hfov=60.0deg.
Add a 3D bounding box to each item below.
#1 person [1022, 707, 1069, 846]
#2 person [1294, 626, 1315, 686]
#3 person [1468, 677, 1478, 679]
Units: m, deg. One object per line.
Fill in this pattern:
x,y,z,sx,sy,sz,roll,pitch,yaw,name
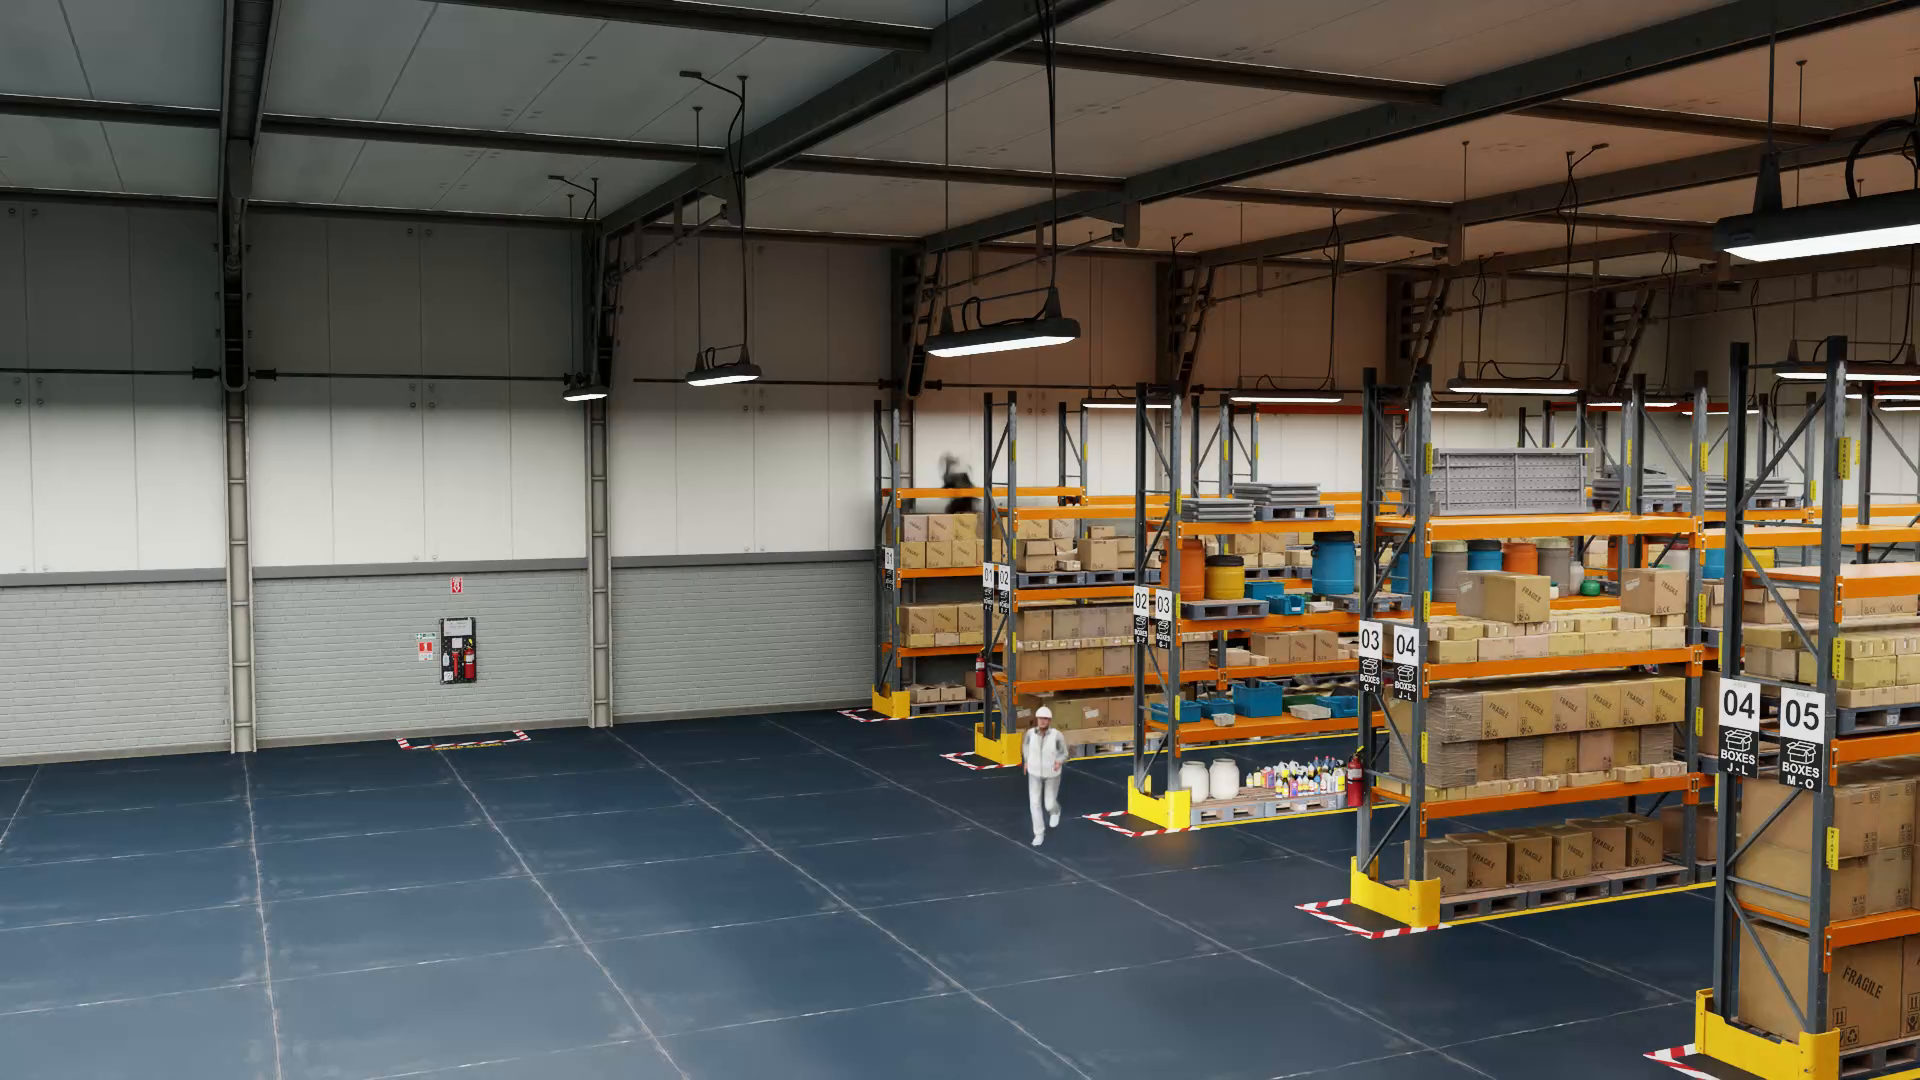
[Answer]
1.113,3.032,21.687,0.644,1.756,0.887,1,3,14,person
6.773,2.363,32.657,0.852,1.748,0.675,-2,4,-27,person
8.572,2.747,27.652,0.558,1.615,0.605,-2,4,-26,person
